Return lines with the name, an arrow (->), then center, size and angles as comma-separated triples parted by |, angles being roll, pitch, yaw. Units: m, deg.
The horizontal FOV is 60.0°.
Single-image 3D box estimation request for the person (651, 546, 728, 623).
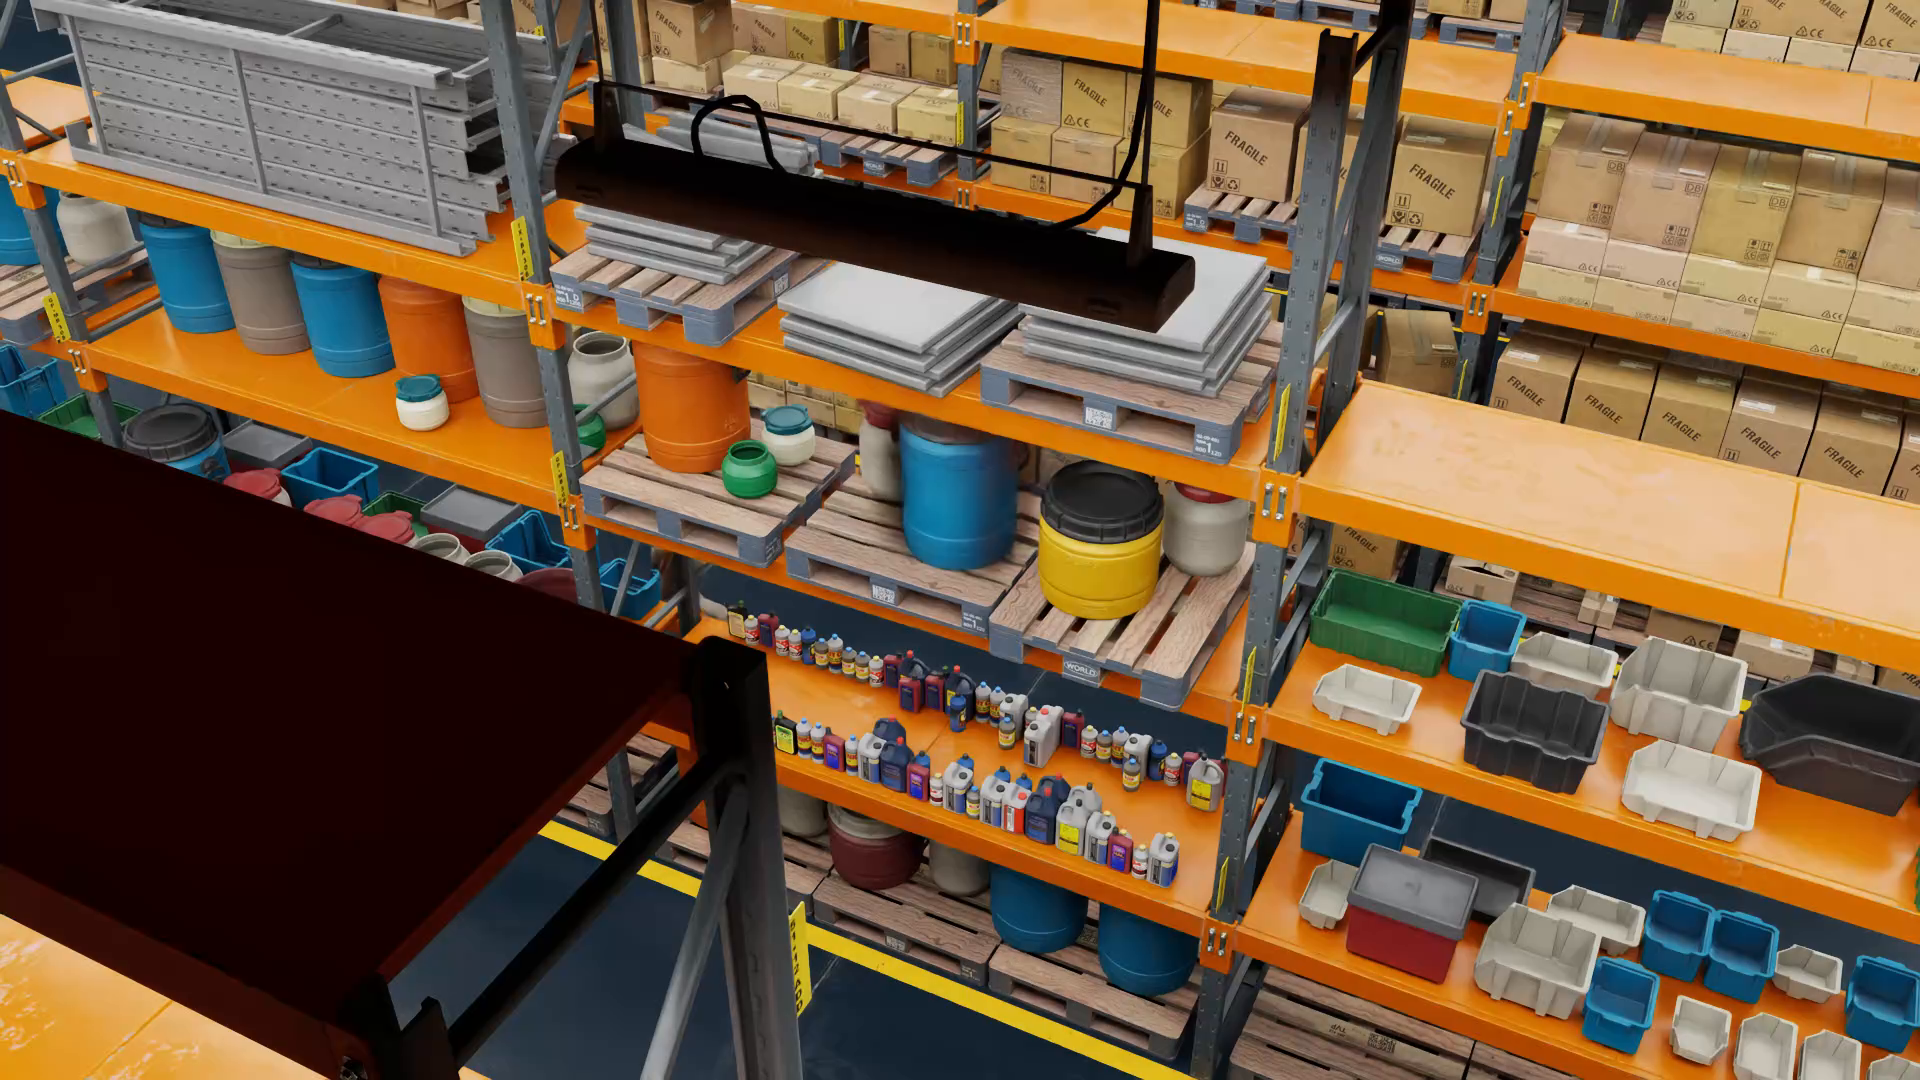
person -> -2.000, 0.036, 12.206 | 0.754, 1.621, 0.630 | 9, 36, 12
